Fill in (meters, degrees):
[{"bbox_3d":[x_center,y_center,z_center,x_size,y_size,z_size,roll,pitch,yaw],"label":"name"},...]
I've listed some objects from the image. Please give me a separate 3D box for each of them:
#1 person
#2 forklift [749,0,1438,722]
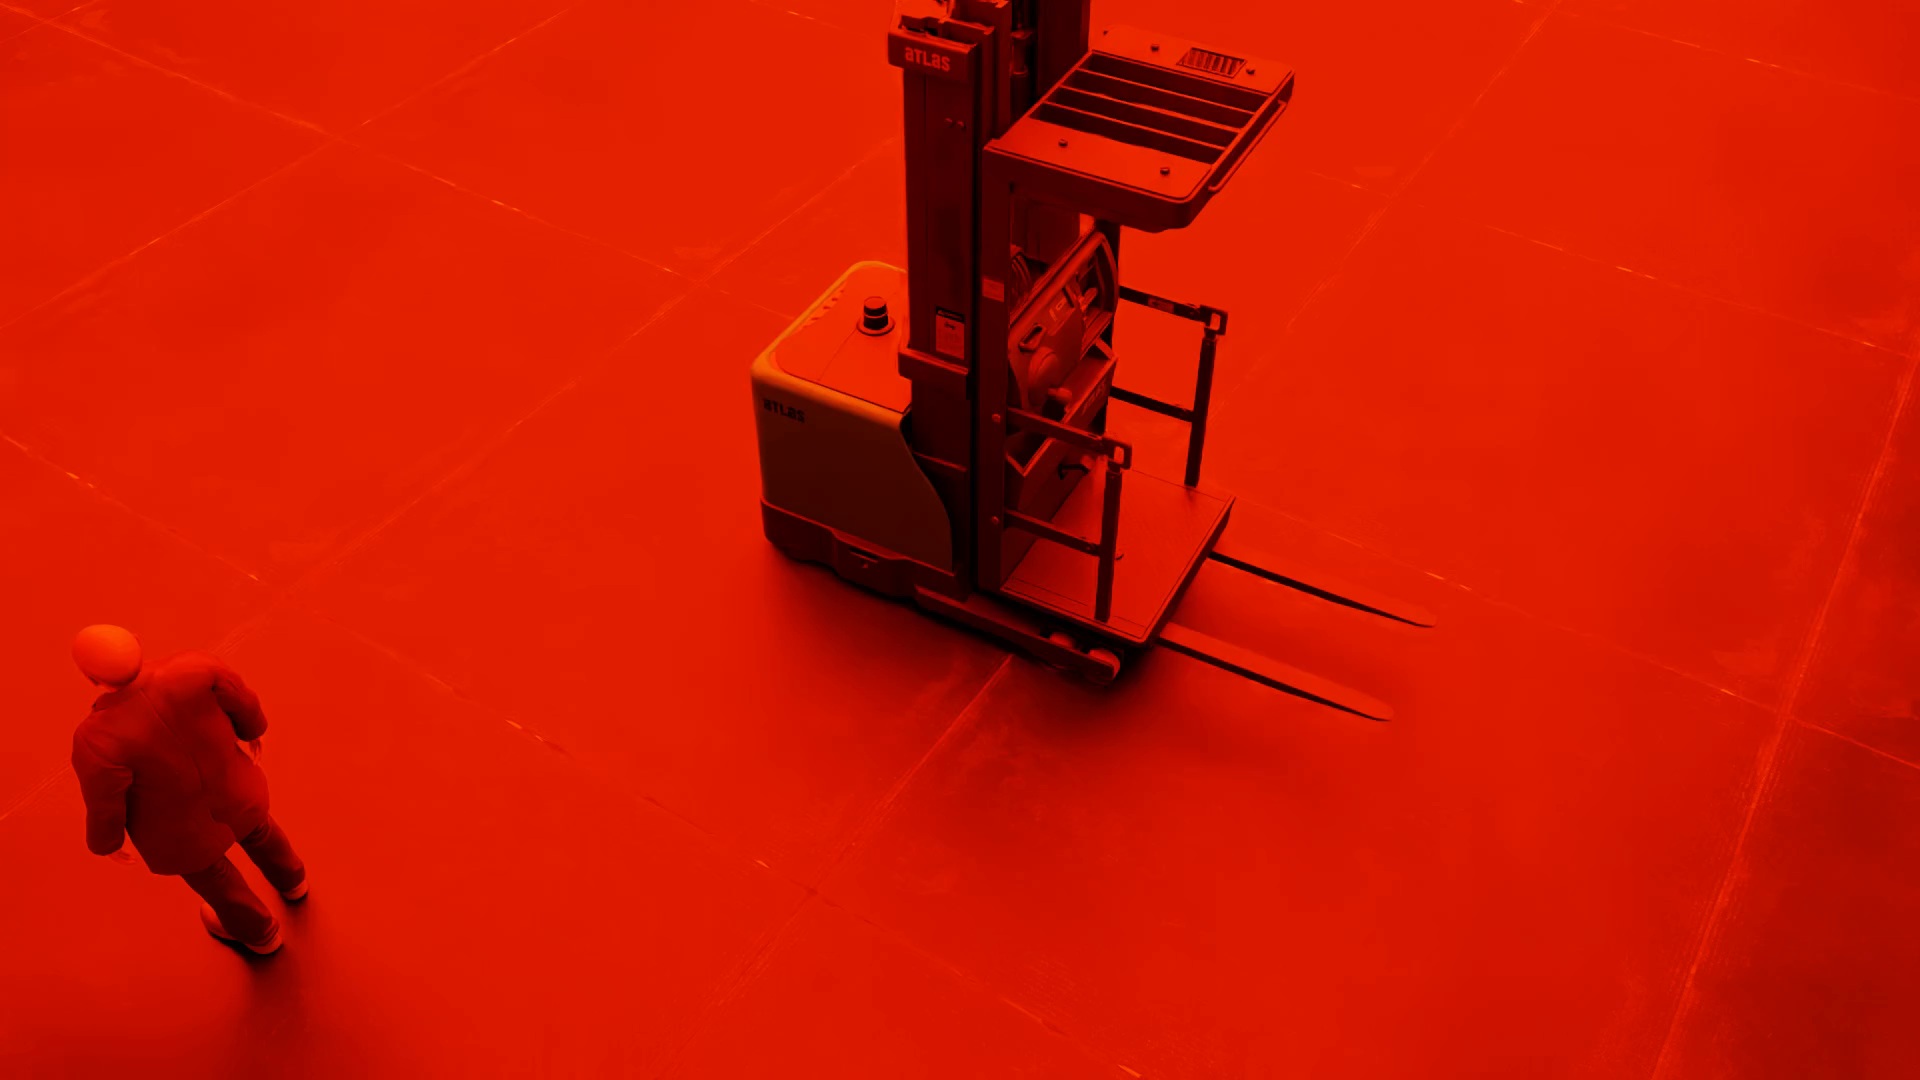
[{"bbox_3d":[-2.746,0.835,5.795,0.584,1.776,0.695,28,50,26],"label":"person"},{"bbox_3d":[0.607,-0.851,6.746,3.031,2.935,1.130,20,47,20],"label":"forklift"}]
